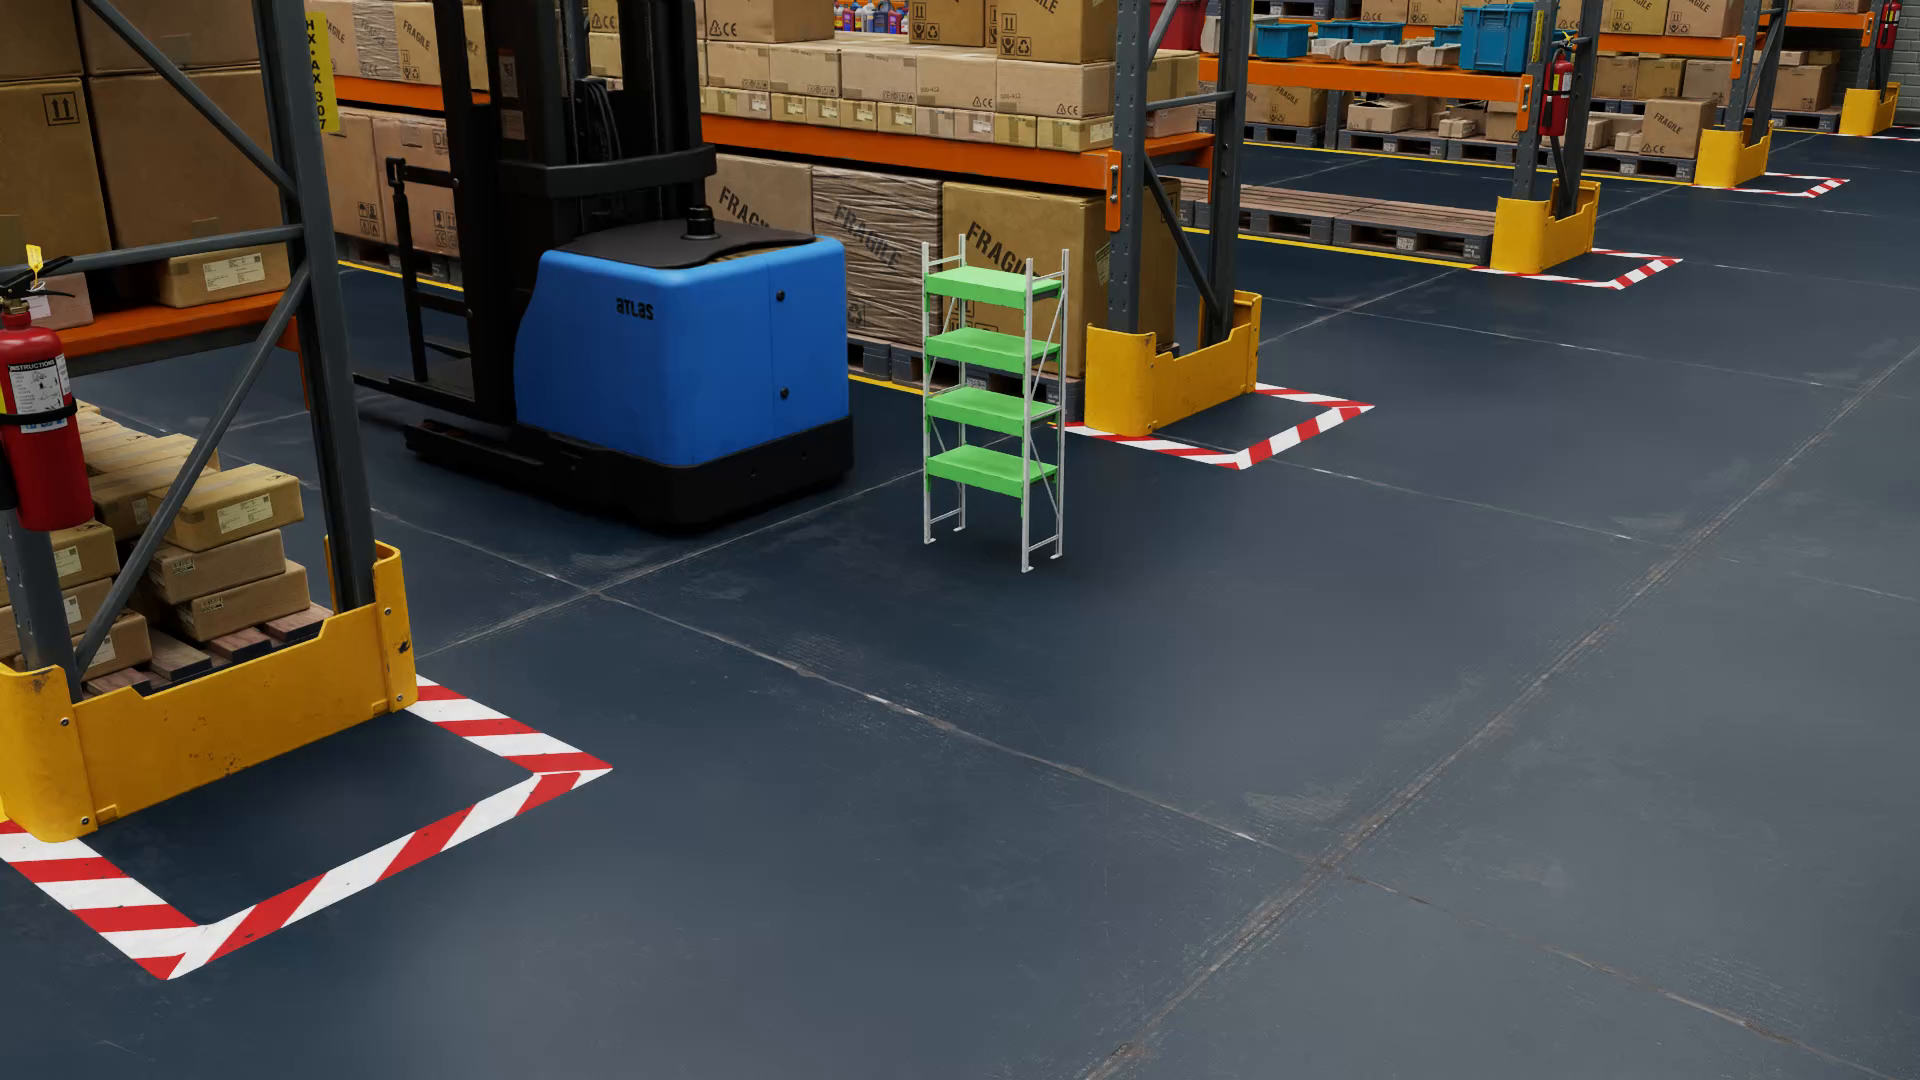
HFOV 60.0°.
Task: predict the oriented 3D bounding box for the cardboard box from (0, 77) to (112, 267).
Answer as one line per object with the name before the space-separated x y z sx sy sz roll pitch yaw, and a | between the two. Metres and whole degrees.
cardboard box | -2.659 -0.972 4.430 0.500 0.500 0.500 17 26 37

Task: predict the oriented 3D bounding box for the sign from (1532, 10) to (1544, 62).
sign | 3.863 -3.365 11.110 0.005 0.325 0.100 16 26 36

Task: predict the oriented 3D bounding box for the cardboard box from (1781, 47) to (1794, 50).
cardboard box | 9.687 -5.750 19.693 0.250 0.149 0.380 16 26 36

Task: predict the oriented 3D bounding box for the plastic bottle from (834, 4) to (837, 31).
plastic bottle | -1.156 -4.765 15.235 0.097 0.271 0.097 0 21 0

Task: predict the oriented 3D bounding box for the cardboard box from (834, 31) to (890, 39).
cardboard box | -0.727 -2.795 9.620 0.500 0.250 0.500 17 26 37

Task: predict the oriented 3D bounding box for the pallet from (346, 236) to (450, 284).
pallet | -3.627 -2.100 11.939 1.213 0.211 1.003 16 26 36

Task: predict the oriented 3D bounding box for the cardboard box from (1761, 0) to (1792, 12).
cardboard box | 9.490 -6.562 19.393 0.700 0.700 0.980 16 26 36

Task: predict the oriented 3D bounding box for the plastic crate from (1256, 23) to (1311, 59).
plastic crate | 2.445 -3.781 12.595 0.300 0.233 0.416 16 26 36

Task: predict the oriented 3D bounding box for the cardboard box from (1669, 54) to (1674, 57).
cardboard box | 8.700 -6.034 20.445 0.250 0.149 0.380 16 26 37

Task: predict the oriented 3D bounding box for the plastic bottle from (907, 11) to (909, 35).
plastic bottle | -0.368 -4.553 14.666 0.135 0.276 0.152 16 26 36

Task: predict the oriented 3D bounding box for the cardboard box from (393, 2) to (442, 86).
cardboard box | -3.356 -3.285 10.986 0.500 0.500 0.500 16 26 36

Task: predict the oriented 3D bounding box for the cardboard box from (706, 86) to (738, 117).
cardboard box | -1.203 -2.475 9.335 0.250 0.149 0.380 16 26 36

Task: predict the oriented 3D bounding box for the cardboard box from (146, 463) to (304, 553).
cardboard box | -2.339 -0.106 5.301 0.250 0.149 0.380 15 25 34

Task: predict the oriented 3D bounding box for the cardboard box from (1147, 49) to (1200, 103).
cardboard box | 0.865 -2.339 8.411 0.500 0.250 0.500 15 25 35

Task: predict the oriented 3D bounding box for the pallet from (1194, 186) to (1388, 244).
pallet | 2.643 -2.605 13.277 1.213 0.211 1.003 16 26 36

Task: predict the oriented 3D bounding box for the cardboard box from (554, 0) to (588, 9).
cardboard box | -2.533 -3.638 10.501 0.637 0.503 0.797 15 25 35

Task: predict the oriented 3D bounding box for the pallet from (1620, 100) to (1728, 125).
pallet | 8.852 -5.276 20.359 1.213 0.211 1.003 16 26 36

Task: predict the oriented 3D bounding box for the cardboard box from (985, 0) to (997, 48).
cardboard box | 0.478 -2.801 8.574 0.500 0.500 0.500 15 26 35

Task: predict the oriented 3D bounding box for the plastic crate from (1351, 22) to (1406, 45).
plastic crate | 3.195 -3.832 12.730 0.300 0.233 0.416 16 26 36

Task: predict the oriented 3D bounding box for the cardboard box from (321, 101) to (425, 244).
cardboard box | -3.924 -2.716 12.034 0.875 0.875 1.225 16 26 36

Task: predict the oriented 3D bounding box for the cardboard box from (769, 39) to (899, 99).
cardboard box | -0.670 -2.536 8.932 0.500 0.250 0.500 16 26 36

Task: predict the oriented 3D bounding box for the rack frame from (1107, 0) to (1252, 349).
rack frame | 1.066 -2.089 7.957 0.127 3.000 1.000 16 26 36

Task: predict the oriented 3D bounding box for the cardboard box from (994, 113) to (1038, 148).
cardboard box | 0.380 -2.019 8.126 0.250 0.149 0.380 16 26 37

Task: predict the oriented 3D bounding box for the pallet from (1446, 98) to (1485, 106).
pallet | 6.718 -5.890 21.989 1.213 0.211 1.003 16 26 36

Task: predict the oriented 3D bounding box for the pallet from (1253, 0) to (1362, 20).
pallet | 3.684 -5.807 18.088 1.213 0.211 1.003 16 26 36

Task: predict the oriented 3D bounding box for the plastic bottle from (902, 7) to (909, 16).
plastic bottle | -0.479 -4.864 15.481 0.133 0.283 0.061 16 26 36

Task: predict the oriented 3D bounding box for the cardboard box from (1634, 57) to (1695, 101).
cardboard box | 8.661 -5.648 20.341 0.500 0.500 0.700 17 26 37

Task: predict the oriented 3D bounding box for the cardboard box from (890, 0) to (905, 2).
cardboard box | -0.583 -7.115 21.143 0.500 0.500 0.500 16 26 36

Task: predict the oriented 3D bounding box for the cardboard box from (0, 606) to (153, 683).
cardboard box | -2.688 0.321 5.010 0.250 0.149 0.380 17 26 37

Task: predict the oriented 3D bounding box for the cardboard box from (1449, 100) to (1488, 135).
cardboard box | 5.436 -4.420 17.324 0.500 0.311 0.500 16 26 36

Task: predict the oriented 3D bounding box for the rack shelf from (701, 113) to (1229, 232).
rack shelf | -0.483 -2.199 9.267 4.000 0.370 1.077 16 26 36

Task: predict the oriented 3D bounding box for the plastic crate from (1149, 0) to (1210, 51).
plastic crate | 1.632 -4.126 13.182 0.583 0.464 0.402 16 26 36

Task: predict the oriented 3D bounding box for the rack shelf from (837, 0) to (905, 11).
rack shelf | -0.414 -6.691 21.179 4.000 0.370 1.077 16 26 36

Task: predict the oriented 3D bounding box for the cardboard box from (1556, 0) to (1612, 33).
cardboard box | 6.027 -5.096 15.789 0.500 0.500 0.500 16 26 37

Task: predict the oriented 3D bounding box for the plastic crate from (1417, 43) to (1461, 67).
plastic crate | 3.452 -3.480 11.934 0.243 0.136 0.396 16 26 36

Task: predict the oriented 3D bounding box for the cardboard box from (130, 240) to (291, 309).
cardboard box | -2.192 -0.800 4.895 0.250 0.149 0.380 16 26 36

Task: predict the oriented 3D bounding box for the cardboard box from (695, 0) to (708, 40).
cardboard box | -1.447 -3.113 9.399 0.500 0.500 0.500 16 26 36

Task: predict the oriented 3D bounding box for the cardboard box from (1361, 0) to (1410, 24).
cardboard box | 4.457 -5.547 16.986 0.500 0.500 0.500 17 26 38

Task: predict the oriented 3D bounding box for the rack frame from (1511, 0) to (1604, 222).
rack frame | 4.198 -3.443 11.547 0.127 3.000 1.000 16 26 36

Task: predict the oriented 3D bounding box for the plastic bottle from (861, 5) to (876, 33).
plastic bottle | -0.794 -4.676 14.991 0.135 0.276 0.152 16 26 36

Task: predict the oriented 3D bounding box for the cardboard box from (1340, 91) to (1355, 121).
cardboard box | 4.013 -4.899 18.329 0.500 0.500 0.500 15 25 34

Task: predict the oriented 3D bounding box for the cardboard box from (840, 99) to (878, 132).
cardboard box | -0.411 -2.246 8.729 0.250 0.149 0.380 16 26 36

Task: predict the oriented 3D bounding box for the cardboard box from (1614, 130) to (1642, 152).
cardboard box | 6.499 -3.845 16.006 0.250 0.166 0.380 16 26 36

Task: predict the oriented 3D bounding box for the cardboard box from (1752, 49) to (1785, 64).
cardboard box | 9.444 -5.646 19.418 0.250 0.149 0.380 17 26 38

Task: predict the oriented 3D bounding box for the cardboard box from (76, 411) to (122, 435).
cardboard box | -3.196 -0.324 5.877 0.250 0.149 0.380 17 27 38

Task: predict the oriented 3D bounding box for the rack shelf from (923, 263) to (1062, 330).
rack shelf | 0.128 -0.914 6.212 0.480 0.148 0.258 16 26 36

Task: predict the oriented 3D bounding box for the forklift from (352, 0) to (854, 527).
forklift | -1.929 -1.832 7.371 3.031 2.935 1.130 16 26 36

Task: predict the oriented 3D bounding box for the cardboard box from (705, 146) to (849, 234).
cardboard box | -0.875 -1.814 9.643 0.875 0.875 0.875 16 26 36

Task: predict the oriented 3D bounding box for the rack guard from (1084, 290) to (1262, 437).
rack guard | 1.085 -0.914 8.384 0.348 0.500 1.175 16 26 36

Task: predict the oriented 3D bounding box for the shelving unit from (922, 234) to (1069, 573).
shelving unit | 0.128 -0.524 6.359 0.503 1.200 0.258 16 26 36

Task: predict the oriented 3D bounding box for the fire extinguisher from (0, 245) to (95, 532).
fire extinguisher | -2.245 -0.363 4.017 0.183 0.674 0.296 16 26 36
